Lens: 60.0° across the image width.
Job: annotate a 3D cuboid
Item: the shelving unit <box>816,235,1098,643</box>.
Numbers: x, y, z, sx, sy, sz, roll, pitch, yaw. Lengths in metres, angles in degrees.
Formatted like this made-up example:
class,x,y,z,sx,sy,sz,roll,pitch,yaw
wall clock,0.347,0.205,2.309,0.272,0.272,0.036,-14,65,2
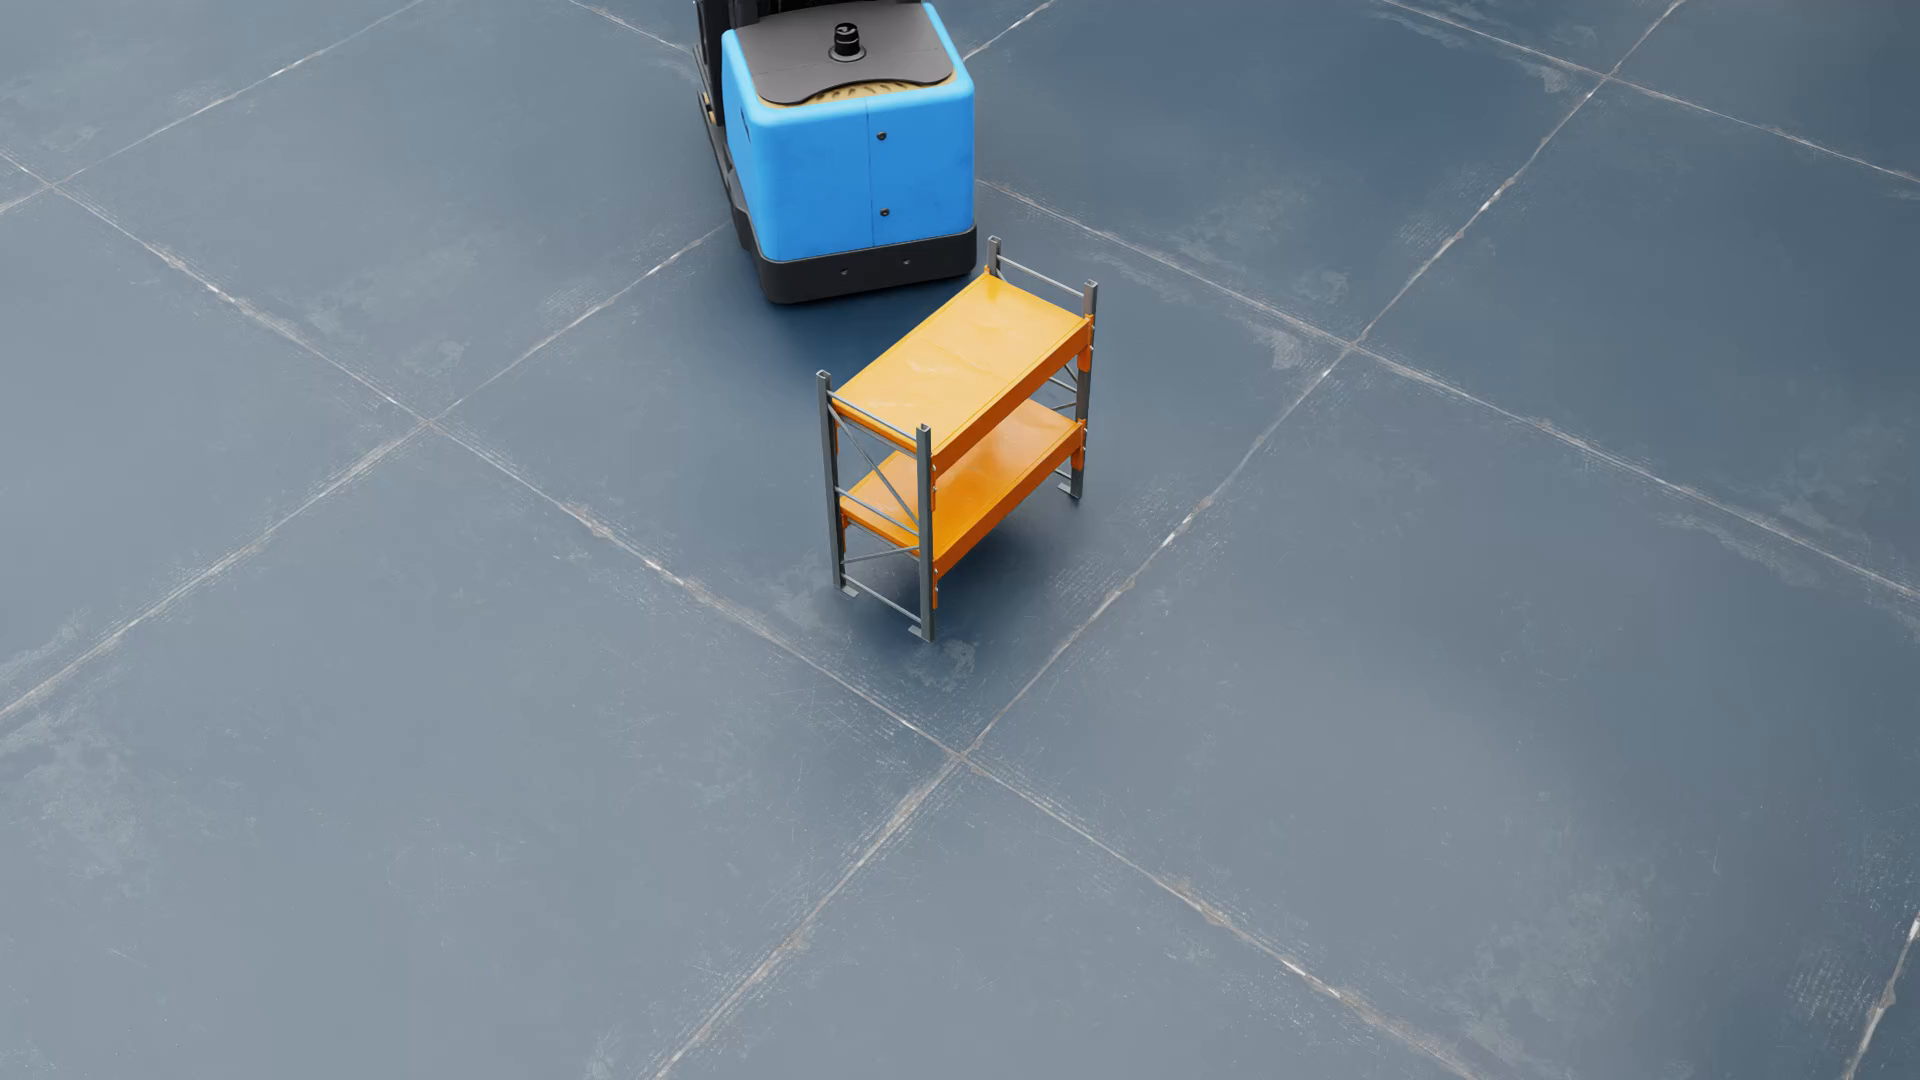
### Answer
class,x,y,z,sx,sy,sz,roll,pitch,yaw
shelving unit,0.004,-0.392,6.512,0.538,1.125,1.048,29,53,25

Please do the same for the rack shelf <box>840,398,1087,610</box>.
class,x,y,z,sx,sy,sz,roll,pitch,yaw
rack shelf,0.004,-0.224,6.688,0.538,0.278,1.000,29,53,25

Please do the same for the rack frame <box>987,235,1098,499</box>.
class,x,y,z,sx,sy,sz,roll,pitch,yaw
rack frame,0.315,-0.683,6.790,0.500,1.125,0.032,29,53,25

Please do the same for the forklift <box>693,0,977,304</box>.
class,x,y,z,sx,sy,sz,roll,pitch,yaw
forklift,-0.799,-3.220,7.964,1.130,2.935,3.031,-11,47,-10

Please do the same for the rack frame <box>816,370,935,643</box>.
class,x,y,z,sx,sy,sz,roll,pitch,yaw
rack frame,-0.307,-0.102,6.234,0.500,1.125,0.032,29,53,25

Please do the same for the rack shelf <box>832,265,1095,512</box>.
class,x,y,z,sx,sy,sz,roll,pitch,yaw
rack shelf,0.004,-0.595,6.300,0.538,0.278,1.000,29,53,25
